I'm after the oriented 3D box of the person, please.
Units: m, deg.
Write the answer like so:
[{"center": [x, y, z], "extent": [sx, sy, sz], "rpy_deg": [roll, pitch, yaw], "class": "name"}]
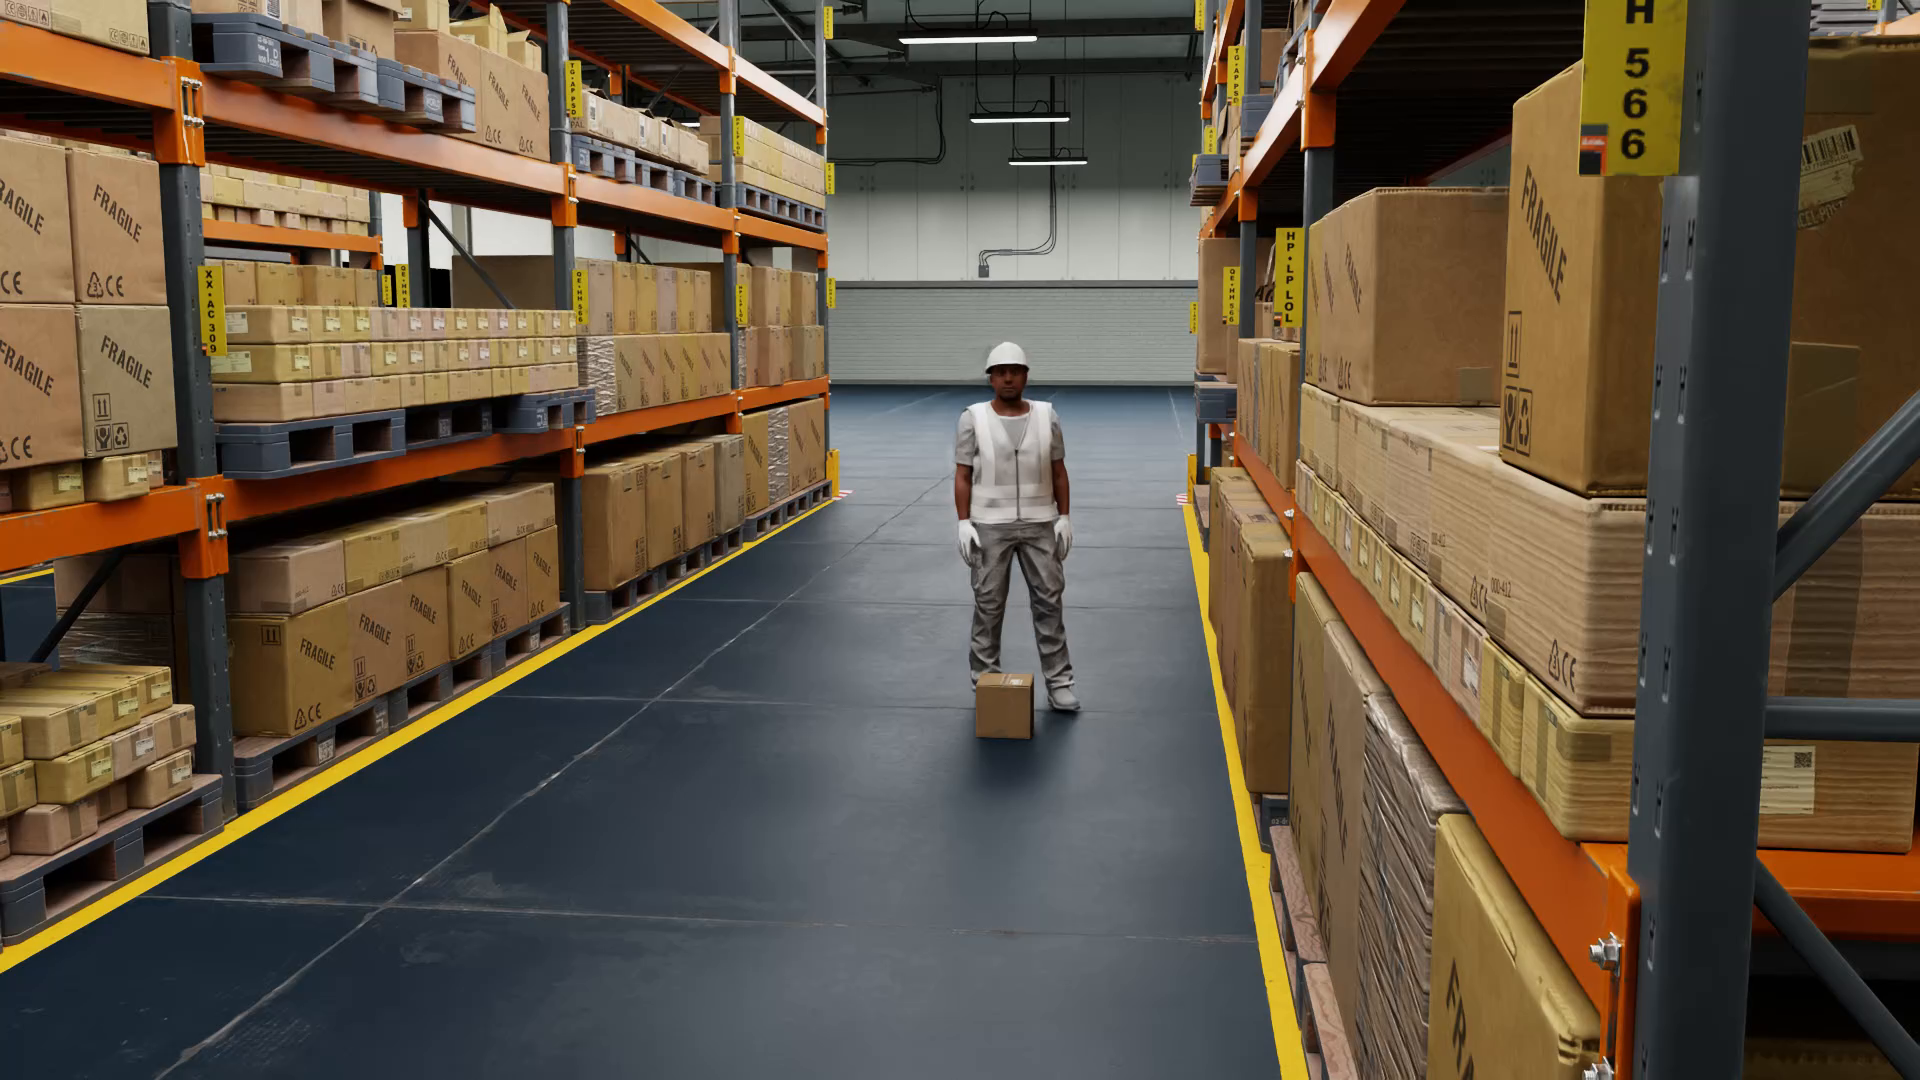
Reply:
[{"center": [0.281, -0.061, 8.095], "extent": [0.602, 1.792, 0.405], "rpy_deg": [-1, 8, -9], "class": "person"}]
